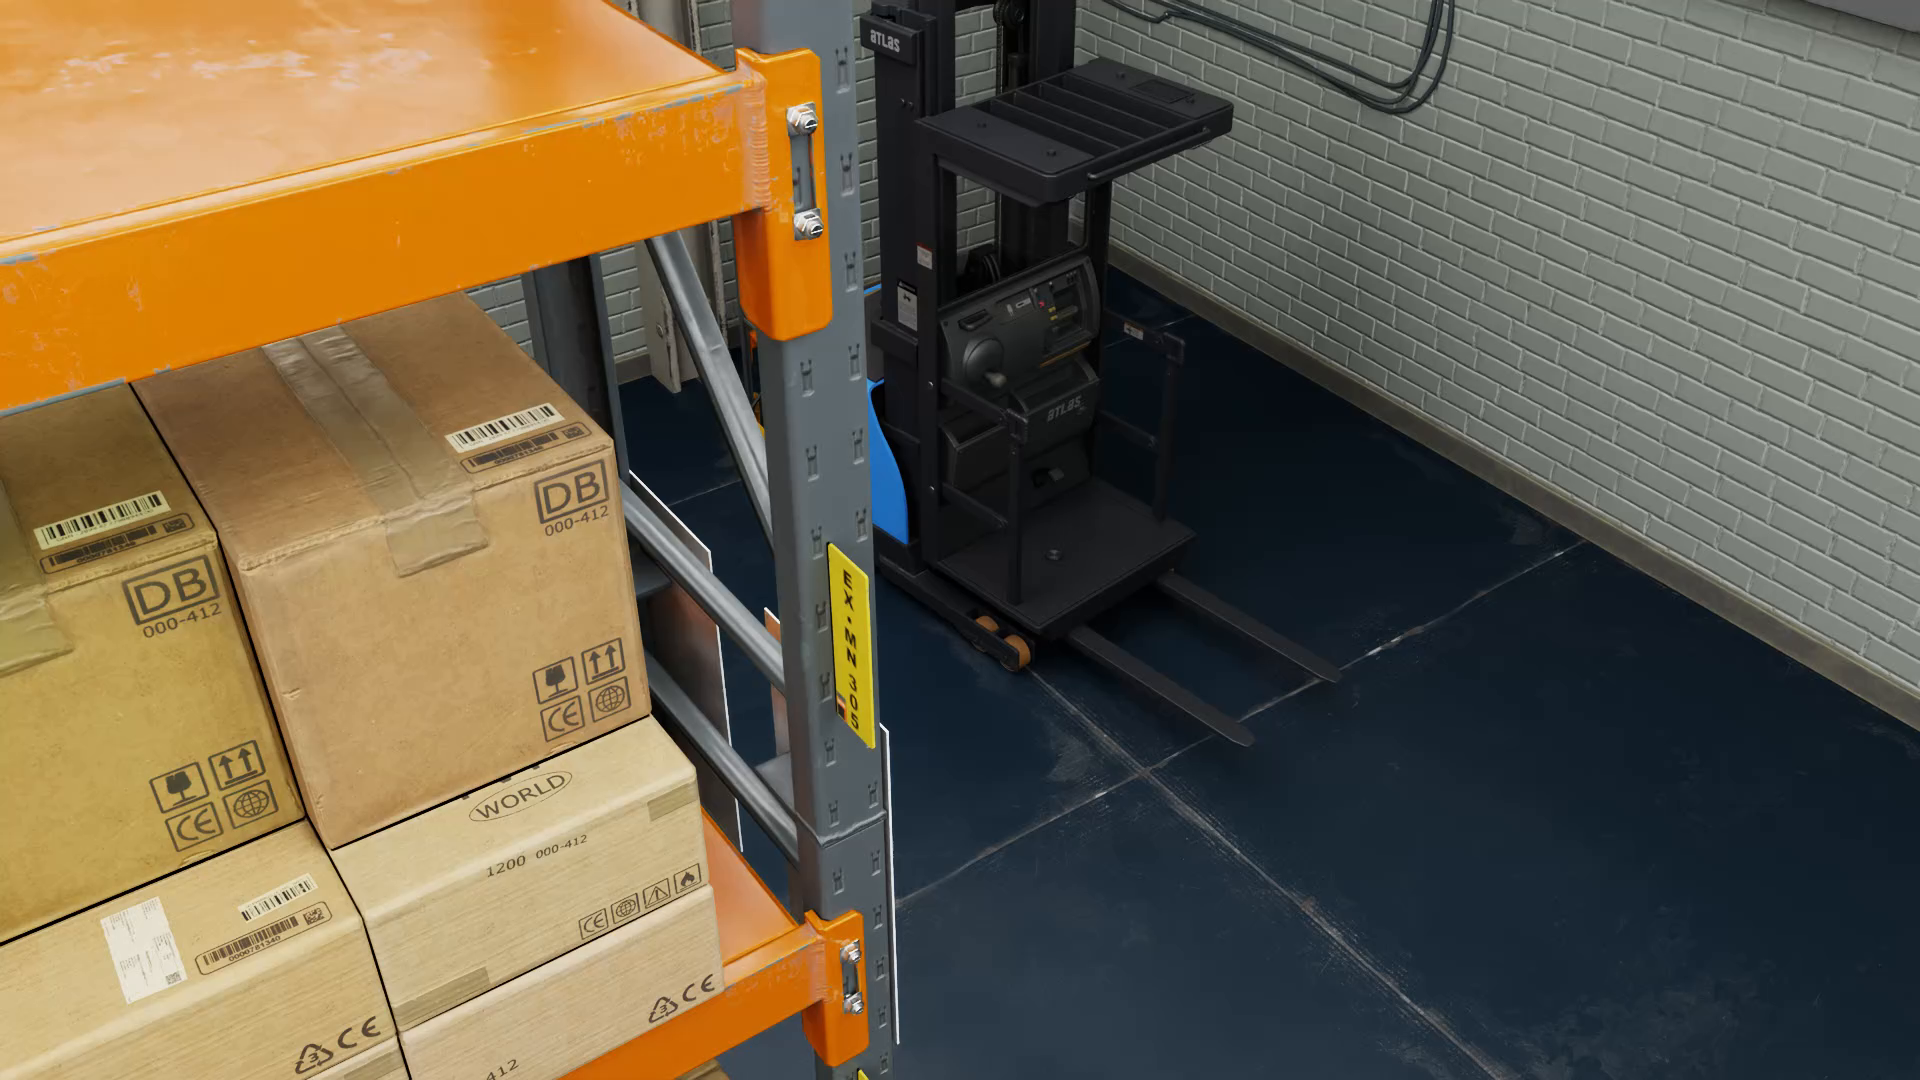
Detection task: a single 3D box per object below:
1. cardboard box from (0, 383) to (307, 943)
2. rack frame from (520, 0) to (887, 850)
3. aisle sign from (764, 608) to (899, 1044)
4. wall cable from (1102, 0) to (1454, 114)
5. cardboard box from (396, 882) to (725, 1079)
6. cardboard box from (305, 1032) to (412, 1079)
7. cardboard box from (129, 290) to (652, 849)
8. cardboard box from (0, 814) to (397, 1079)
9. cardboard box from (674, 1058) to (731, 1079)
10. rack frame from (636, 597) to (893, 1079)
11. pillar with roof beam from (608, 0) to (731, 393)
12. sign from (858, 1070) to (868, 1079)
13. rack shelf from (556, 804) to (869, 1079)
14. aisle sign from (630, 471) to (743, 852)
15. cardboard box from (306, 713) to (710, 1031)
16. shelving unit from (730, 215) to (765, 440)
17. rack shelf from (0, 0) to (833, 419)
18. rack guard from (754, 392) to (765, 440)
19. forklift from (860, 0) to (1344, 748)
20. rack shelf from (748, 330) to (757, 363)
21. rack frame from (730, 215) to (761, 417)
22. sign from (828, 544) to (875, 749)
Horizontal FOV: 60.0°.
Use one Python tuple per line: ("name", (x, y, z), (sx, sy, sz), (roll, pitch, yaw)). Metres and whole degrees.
("cardboard box", (-1.330, 0.110, 2.331), (0.500, 0.500, 0.700), (-22, 41, -28))
("rack frame", (-0.462, -0.970, 2.205), (0.127, 3.000, 1.000), (-22, 41, -28))
("aisle sign", (-0.230, 0.533, 3.026), (0.004, 0.787, 0.394), (-22, 41, -28))
("wall cable", (1.510, -3.804, 8.805), (0.112, 2.526, 3.097), (-22, 41, -28))
("cardboard box", (-0.730, 0.607, 2.709), (0.500, 0.250, 0.500), (-22, 41, -28))
("cardboard box", (-1.145, 0.770, 2.483), (0.500, 0.250, 0.500), (-22, 41, -28))
("cardboard box", (-0.872, -0.018, 2.509), (0.500, 0.500, 0.700), (-22, 41, -28))
("cardboard box", (-1.143, 0.569, 2.335), (0.500, 0.250, 0.500), (-22, 41, -28))
("cardboard box", (-0.667, 1.300, 3.245), (0.500, 0.500, 0.500), (-23, 42, -28))
("rack frame", (-0.462, 1.466, 3.957), (0.127, 3.000, 1.000), (-22, 41, -28))
("pillar with roof beam", (0.870, -2.599, 4.470), (0.400, 9.000, 9.100), (-22, 41, -28))
("sign", (-0.159, 1.139, 3.149), (0.005, 0.325, 0.100), (-22, 41, -28))
("rack shelf", (-2.097, 1.213, 2.356), (4.000, 0.370, 1.077), (-22, 41, -28))
("aisle sign", (-0.575, 0.247, 3.424), (0.004, 0.787, 0.394), (-22, 41, -28))
("cardboard box", (-0.735, 0.400, 2.569), (0.500, 0.250, 0.500), (-22, 41, -28))
("shelving unit", (-0.608, -1.243, 9.008), (1.083, 1.500, 0.587), (-21, 41, -27))
("rack shelf", (-2.097, -0.004, 1.481), (4.000, 0.370, 1.077), (-22, 41, -28))
("rack guard", (-1.023, -0.576, 9.150), (0.087, 0.250, 0.587), (-21, 41, -27))
("forklift", (0.424, -0.921, 7.334), (1.130, 2.935, 3.031), (-28, 44, -33))
("rack shelf", (-0.616, -1.094, 9.109), (1.000, 0.185, 0.538), (-21, 41, -27))
("rack frame", (-1.040, -1.077, 8.776), (0.032, 1.500, 0.500), (-21, 41, -27))
("sign", (-0.159, 0.160, 2.445), (0.005, 0.325, 0.100), (-22, 41, -28))
